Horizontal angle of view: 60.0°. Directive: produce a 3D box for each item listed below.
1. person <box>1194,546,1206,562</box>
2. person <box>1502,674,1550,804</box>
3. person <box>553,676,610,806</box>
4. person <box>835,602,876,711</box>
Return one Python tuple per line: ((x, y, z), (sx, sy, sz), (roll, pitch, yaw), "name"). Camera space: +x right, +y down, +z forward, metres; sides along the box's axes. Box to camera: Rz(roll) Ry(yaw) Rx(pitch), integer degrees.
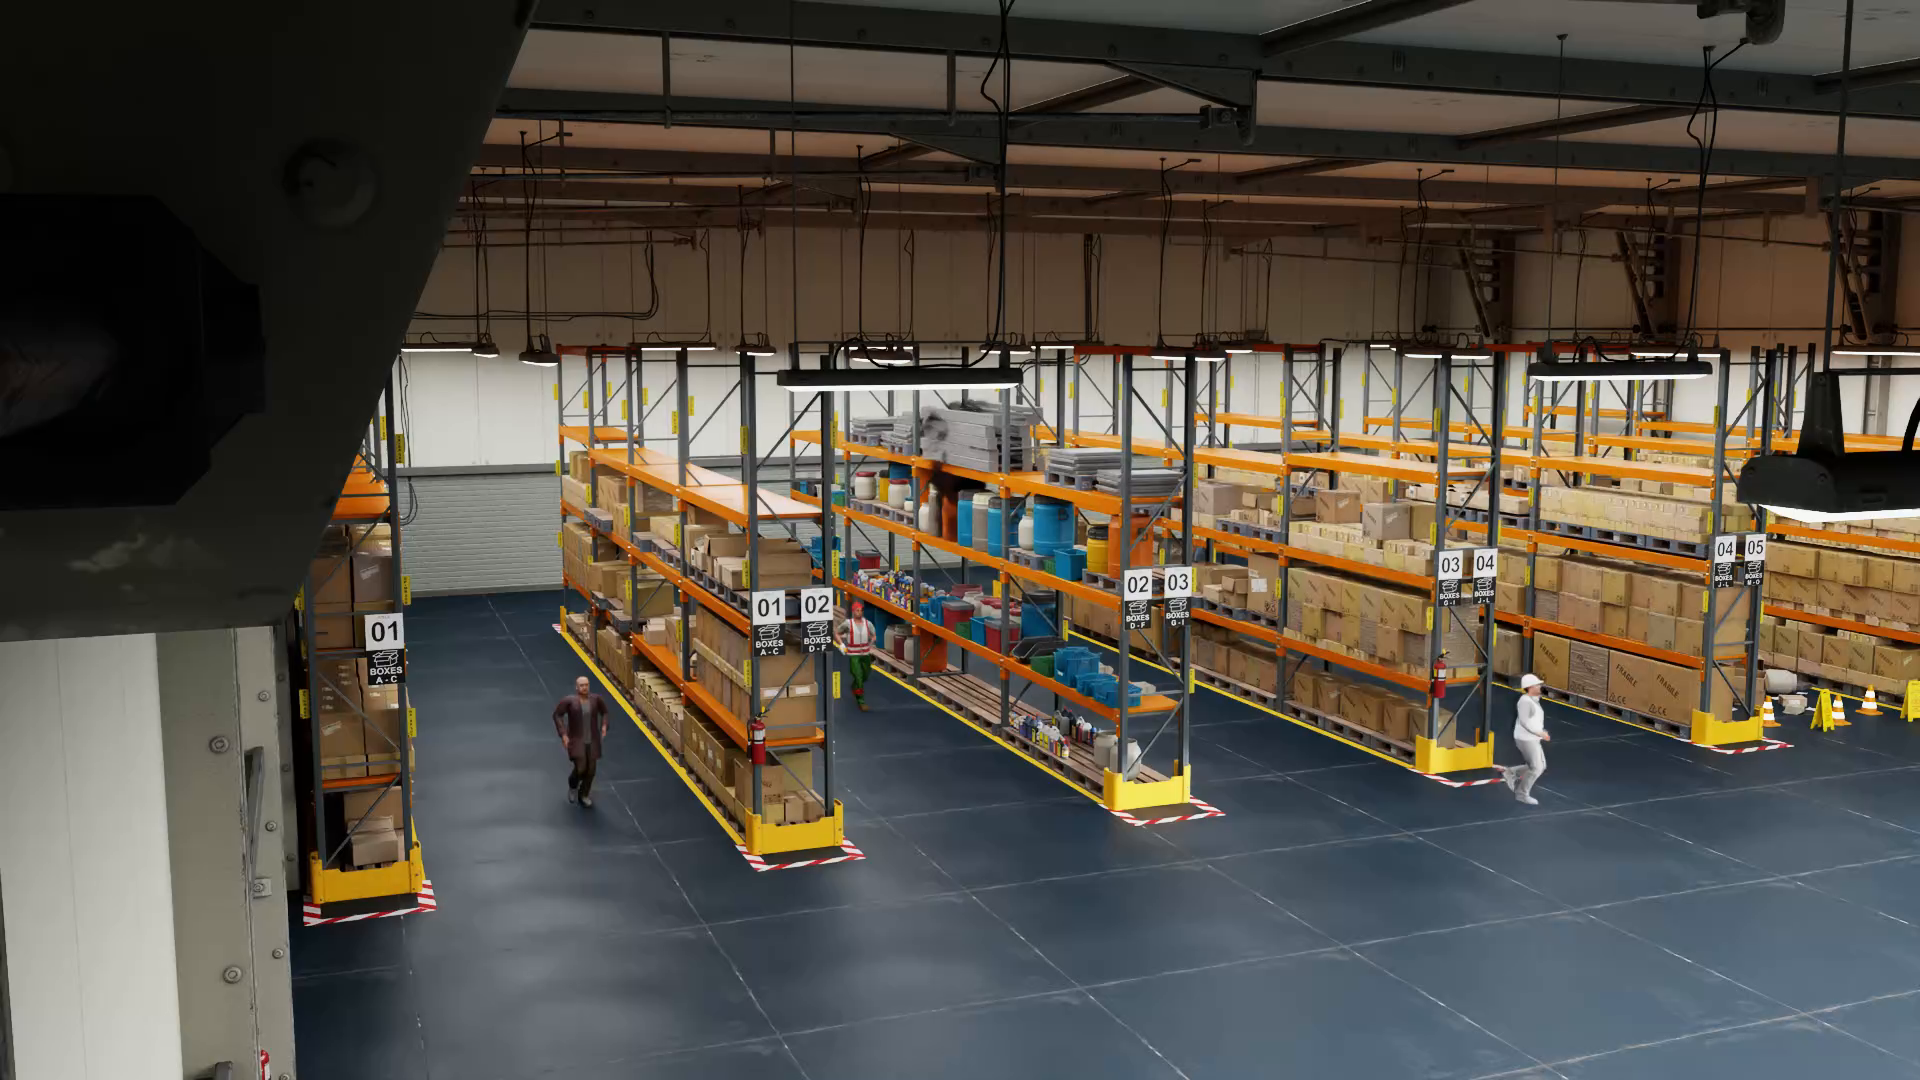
((5.998, 0.183, 41.511), (0.830, 1.824, 0.681), (-3, 8, -24), "person")
((7.622, 2.661, 22.347), (0.609, 1.746, 0.703), (3, 8, 24), "person")
((-4.972, 2.772, 22.074), (0.722, 1.545, 0.628), (-4, 8, -31), "person")
((-1.705, 1.919, 27.778), (0.667, 1.768, 0.963), (-4, 8, -26), "person")
